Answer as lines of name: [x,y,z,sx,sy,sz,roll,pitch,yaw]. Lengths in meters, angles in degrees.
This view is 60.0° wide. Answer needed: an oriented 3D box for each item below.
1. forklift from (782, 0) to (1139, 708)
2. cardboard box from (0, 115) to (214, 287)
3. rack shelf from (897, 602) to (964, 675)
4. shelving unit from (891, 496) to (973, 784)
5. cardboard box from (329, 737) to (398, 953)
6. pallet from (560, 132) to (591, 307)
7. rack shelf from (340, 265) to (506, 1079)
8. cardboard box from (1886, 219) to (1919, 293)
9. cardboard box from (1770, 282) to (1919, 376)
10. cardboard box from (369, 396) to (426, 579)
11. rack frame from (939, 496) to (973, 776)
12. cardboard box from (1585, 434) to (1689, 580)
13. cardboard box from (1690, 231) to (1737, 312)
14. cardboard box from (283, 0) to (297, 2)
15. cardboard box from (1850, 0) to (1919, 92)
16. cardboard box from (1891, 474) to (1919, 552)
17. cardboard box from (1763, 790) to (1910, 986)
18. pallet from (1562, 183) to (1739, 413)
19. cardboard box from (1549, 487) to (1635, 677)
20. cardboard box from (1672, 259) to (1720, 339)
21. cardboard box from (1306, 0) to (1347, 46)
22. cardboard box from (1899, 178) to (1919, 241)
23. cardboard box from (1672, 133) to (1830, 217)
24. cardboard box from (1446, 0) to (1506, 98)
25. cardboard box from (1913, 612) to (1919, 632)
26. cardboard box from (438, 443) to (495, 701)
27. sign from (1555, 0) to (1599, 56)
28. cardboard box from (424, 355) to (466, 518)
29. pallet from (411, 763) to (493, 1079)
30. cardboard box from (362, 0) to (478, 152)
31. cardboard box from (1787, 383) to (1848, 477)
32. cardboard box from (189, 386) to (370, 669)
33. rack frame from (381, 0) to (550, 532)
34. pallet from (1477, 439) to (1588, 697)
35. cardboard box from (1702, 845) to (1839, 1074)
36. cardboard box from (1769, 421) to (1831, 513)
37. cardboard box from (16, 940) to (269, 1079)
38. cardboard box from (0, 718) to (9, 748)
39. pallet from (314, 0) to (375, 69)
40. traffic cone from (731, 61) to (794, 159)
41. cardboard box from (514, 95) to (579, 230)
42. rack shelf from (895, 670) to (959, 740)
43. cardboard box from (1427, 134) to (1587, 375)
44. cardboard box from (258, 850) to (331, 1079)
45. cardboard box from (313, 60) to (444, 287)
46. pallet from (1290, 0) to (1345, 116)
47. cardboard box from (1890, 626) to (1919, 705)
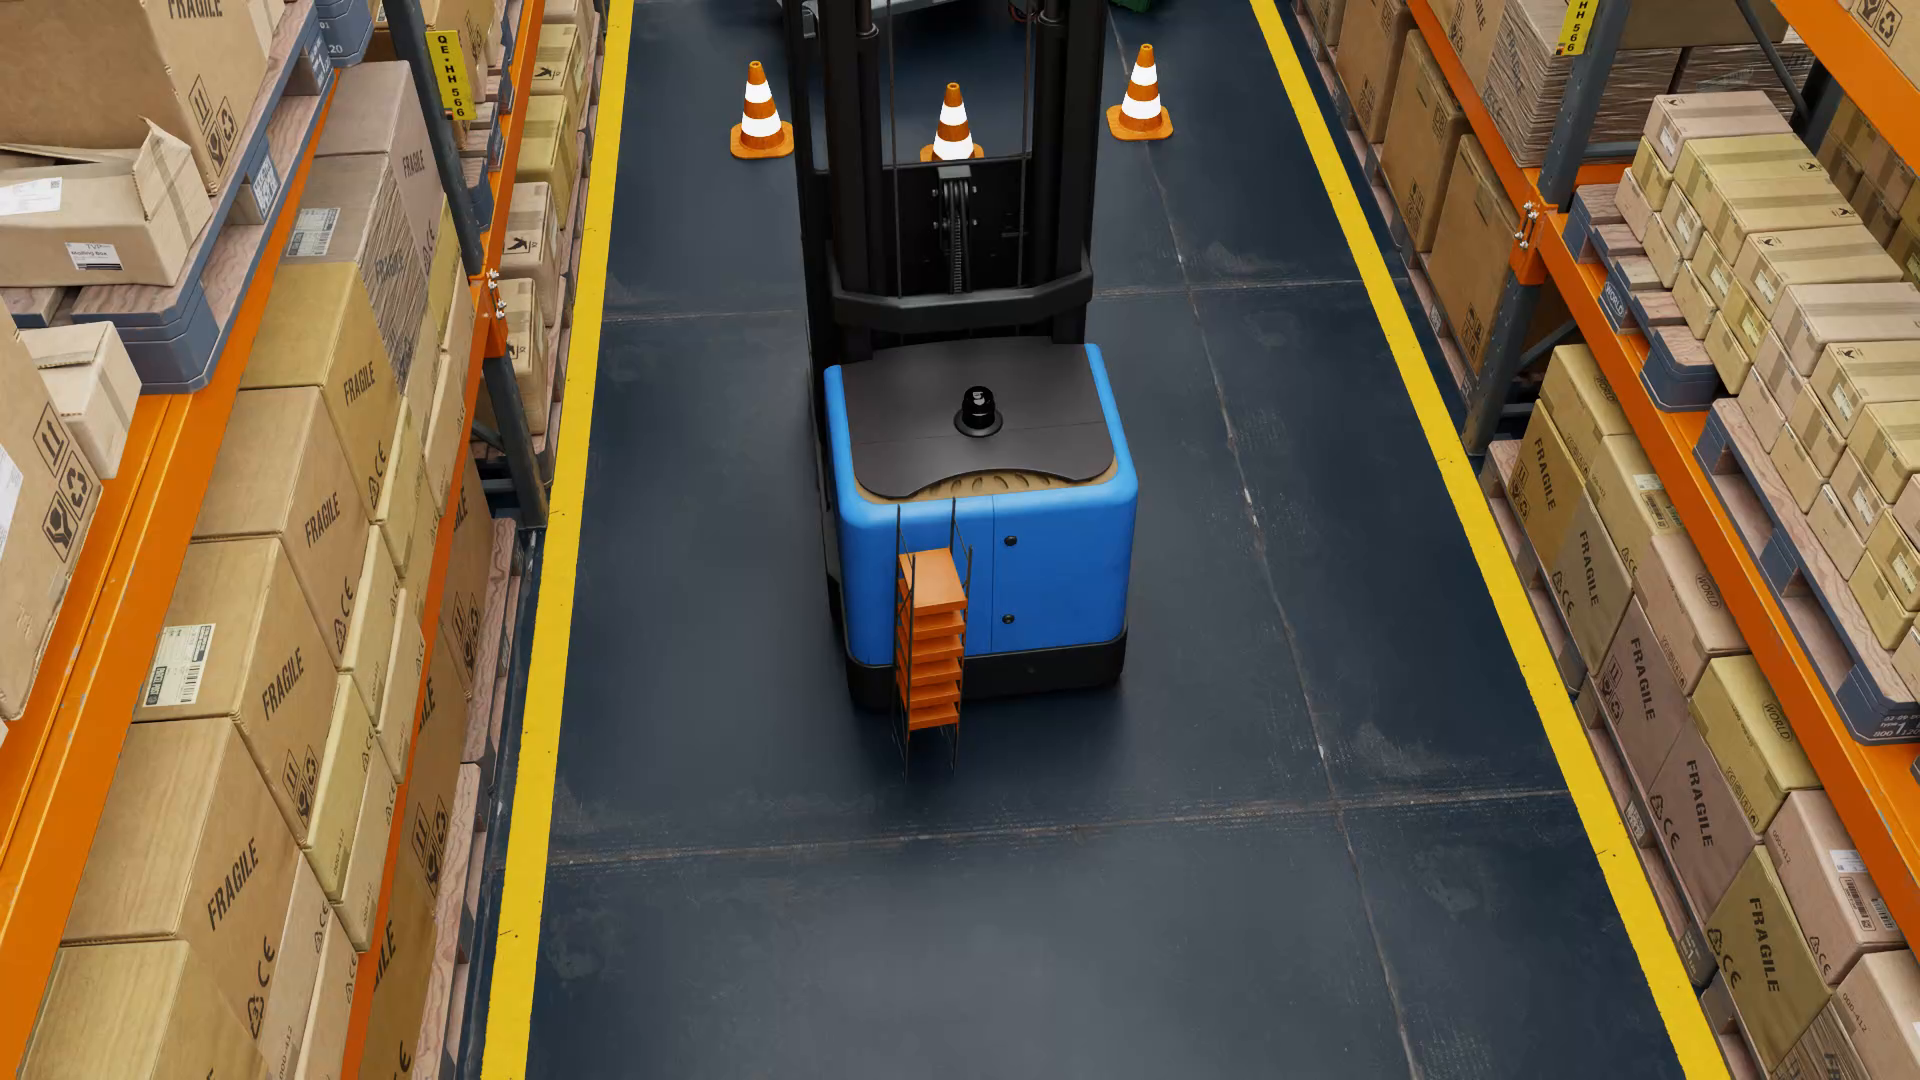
forklift: [-0.082,-1.461,6.252,1.130,2.935,3.031,-5,47,-5]
cardboard box: [-1.692,-0.668,3.190,0.396,0.266,0.258,0,47,0]
rack shelf: [-0.105,0.319,5.648,0.180,0.103,0.258,-8,47,-12]
shelving unit: [-0.109,0.372,5.703,0.189,1.200,0.258,-8,47,-12]
cardboard box: [-1.734,0.776,4.189,0.500,0.250,0.500,-4,47,-4]
pallet: [-2.386,-1.576,8.234,1.003,0.211,1.213,-3,47,-3]
rack shelf: [-2.056,0.605,4.743,1.077,0.370,4.000,-3,47,-3]
cardboard box: [3.245,-0.910,5.362,0.380,0.149,0.250,-2,47,-2]
cardboard box: [2.634,-0.620,4.882,0.380,0.149,0.250,-2,47,-1]
cardboard box: [-1.819,-0.135,4.707,0.500,0.250,0.500,-5,47,-4]
rack frame: [-0.020,0.359,5.721,0.006,1.200,0.240,-8,47,-12]
cardboard box: [2.560,-0.125,5.855,0.500,0.250,0.500,-4,47,-4]
cardboard box: [2.592,-0.872,5.326,0.380,0.149,0.250,-5,47,-5]
cardboard box: [-1.951,-1.595,3.907,0.700,0.500,0.500,-6,47,-5]
cardboard box: [2.580,-1.377,3.990,0.500,0.500,0.500,-3,47,-3]
cardboard box: [2.700,-0.053,4.345,0.380,0.149,0.250,-5,47,-5]
cardboard box: [2.692,0.992,4.797,0.500,0.250,0.500,-1,47,-1]
pallet: [2.867,-0.888,5.794,1.213,0.211,1.003,-3,47,-3]
cardboard box: [2.552,0.143,6.118,0.500,0.500,0.500,-3,47,-3]
cardboard box: [2.583,-0.796,5.458,0.380,0.149,0.250,-1,47,-1]
cardboard box: [2.508,-3.284,9.191,1.050,0.750,0.750,-4,47,-3]
cardboard box: [3.240,-1.028,5.268,0.380,0.149,0.250,-2,47,-2]
cardboard box: [2.572,-1.185,5.417,0.380,0.149,0.250,-5,47,-4]
cardboard box: [2.356,-2.168,6.805,0.500,0.500,0.500,-3,47,-3]
cardboard box: [2.717,0.239,4.273,0.380,0.149,0.250,-6,47,-5]
cardboard box: [-2.248,0.002,5.993,0.875,0.875,0.875,-4,47,-4]
sign: [2.148,-1.825,5.752,0.100,0.325,0.005,-3,47,-3]
cardboard box: [-1.863,-0.319,5.226,0.500,0.250,0.500,-3,47,-3]
pallet: [-2.133,1.325,5.486,1.003,0.211,1.213,-3,47,-3]
cardboard box: [-2.030,-1.710,5.877,0.500,0.500,0.500,-5,47,-4]
cardboard box: [2.651,-0.330,4.812,0.380,0.149,0.250,-4,47,-4]
cardboard box: [-1.798,-0.012,4.075,0.500,0.500,0.500,-4,47,-4]
rack frame: [-2.223,-1.089,5.852,1.000,3.000,0.127,-3,47,-3]
pallet: [2.765,0.061,6.683,1.003,0.211,1.213,-3,47,-3]
cardboard box: [2.680,1.255,5.065,0.500,0.500,0.500,-4,47,-4]
cardboard box: [2.650,-0.226,4.918,0.380,0.149,0.250,-3,47,-3]
cardboard box: [-1.639,1.091,3.030,0.500,0.500,0.500,-3,47,-3]
cardboard box: [-1.581,0.292,2.281,0.396,0.266,0.258,-4,47,-4]
pallet: [-2.116,-1.593,4.393,1.213,0.211,1.003,-2,47,-1]
traffic cone: [-1.059,-2.299,8.745,0.336,0.463,0.334,-3,47,-3]
cardboard box: [-2.388,-1.822,8.066,0.950,0.372,0.625,-2,47,-2]
rack shelf: [-0.122,0.569,5.907,0.180,0.103,0.258,-8,47,-12]
cardboard box: [2.740,-1.280,7.293,1.050,0.750,0.750,-4,47,-4]
cardboard box: [-1.716,0.974,3.657,0.500,0.250,0.500,-3,47,-3]
cardboard box: [-1.919,-1.109,5.113,0.500,0.500,0.500,-5,47,-4]
pallet: [2.506,-2.845,9.435,1.003,0.211,1.213,-3,47,-3]
cardboard box: [2.715,0.347,4.376,0.380,0.149,0.250,-5,47,-5]
